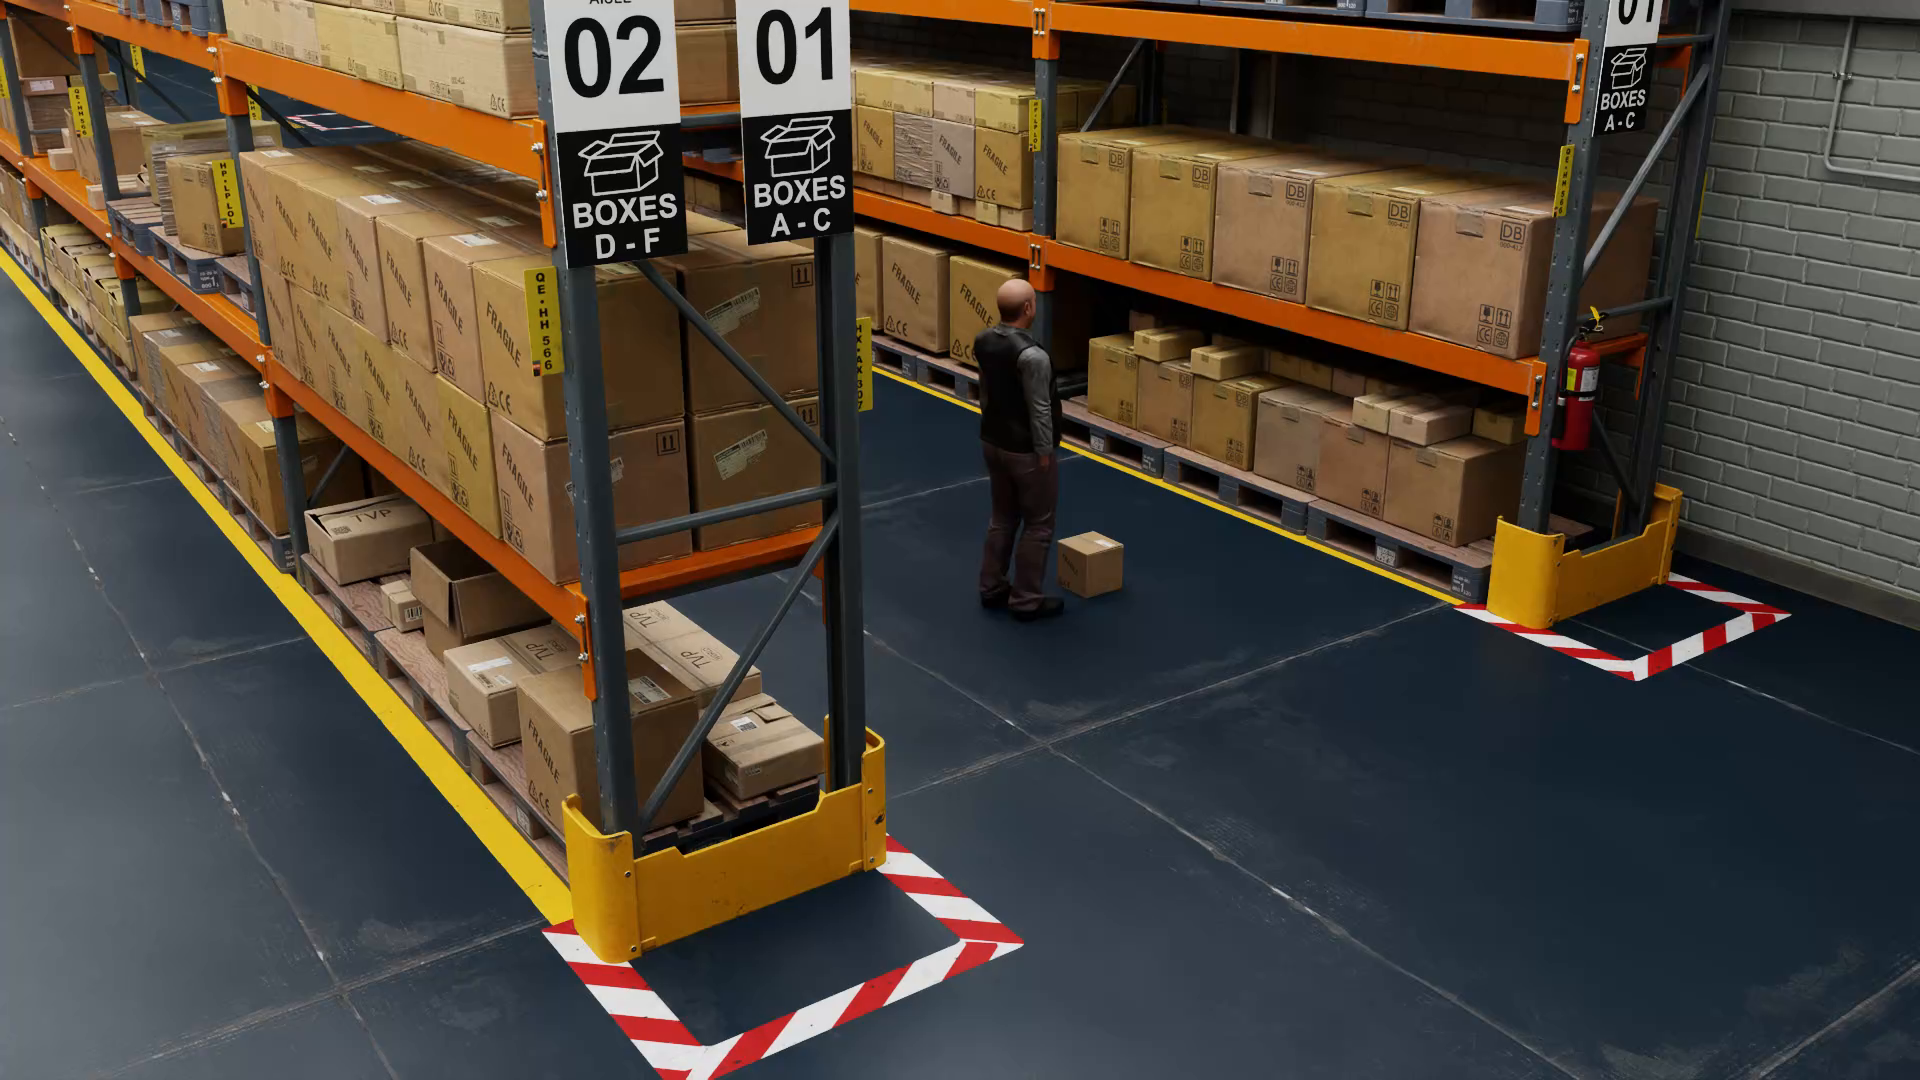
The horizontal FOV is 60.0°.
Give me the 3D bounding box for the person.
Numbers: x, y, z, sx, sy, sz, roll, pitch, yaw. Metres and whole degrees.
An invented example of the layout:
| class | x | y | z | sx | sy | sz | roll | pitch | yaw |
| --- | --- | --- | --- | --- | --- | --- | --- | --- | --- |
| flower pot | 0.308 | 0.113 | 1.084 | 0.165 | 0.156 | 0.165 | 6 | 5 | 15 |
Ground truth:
| class | x | y | z | sx | sy | sz | roll | pitch | yaw |
| --- | --- | --- | --- | --- | --- | --- | --- | --- | --- |
| person | 0.296 | -0.457 | 8.303 | 0.361 | 1.715 | 0.531 | -14 | 25 | -32 |
